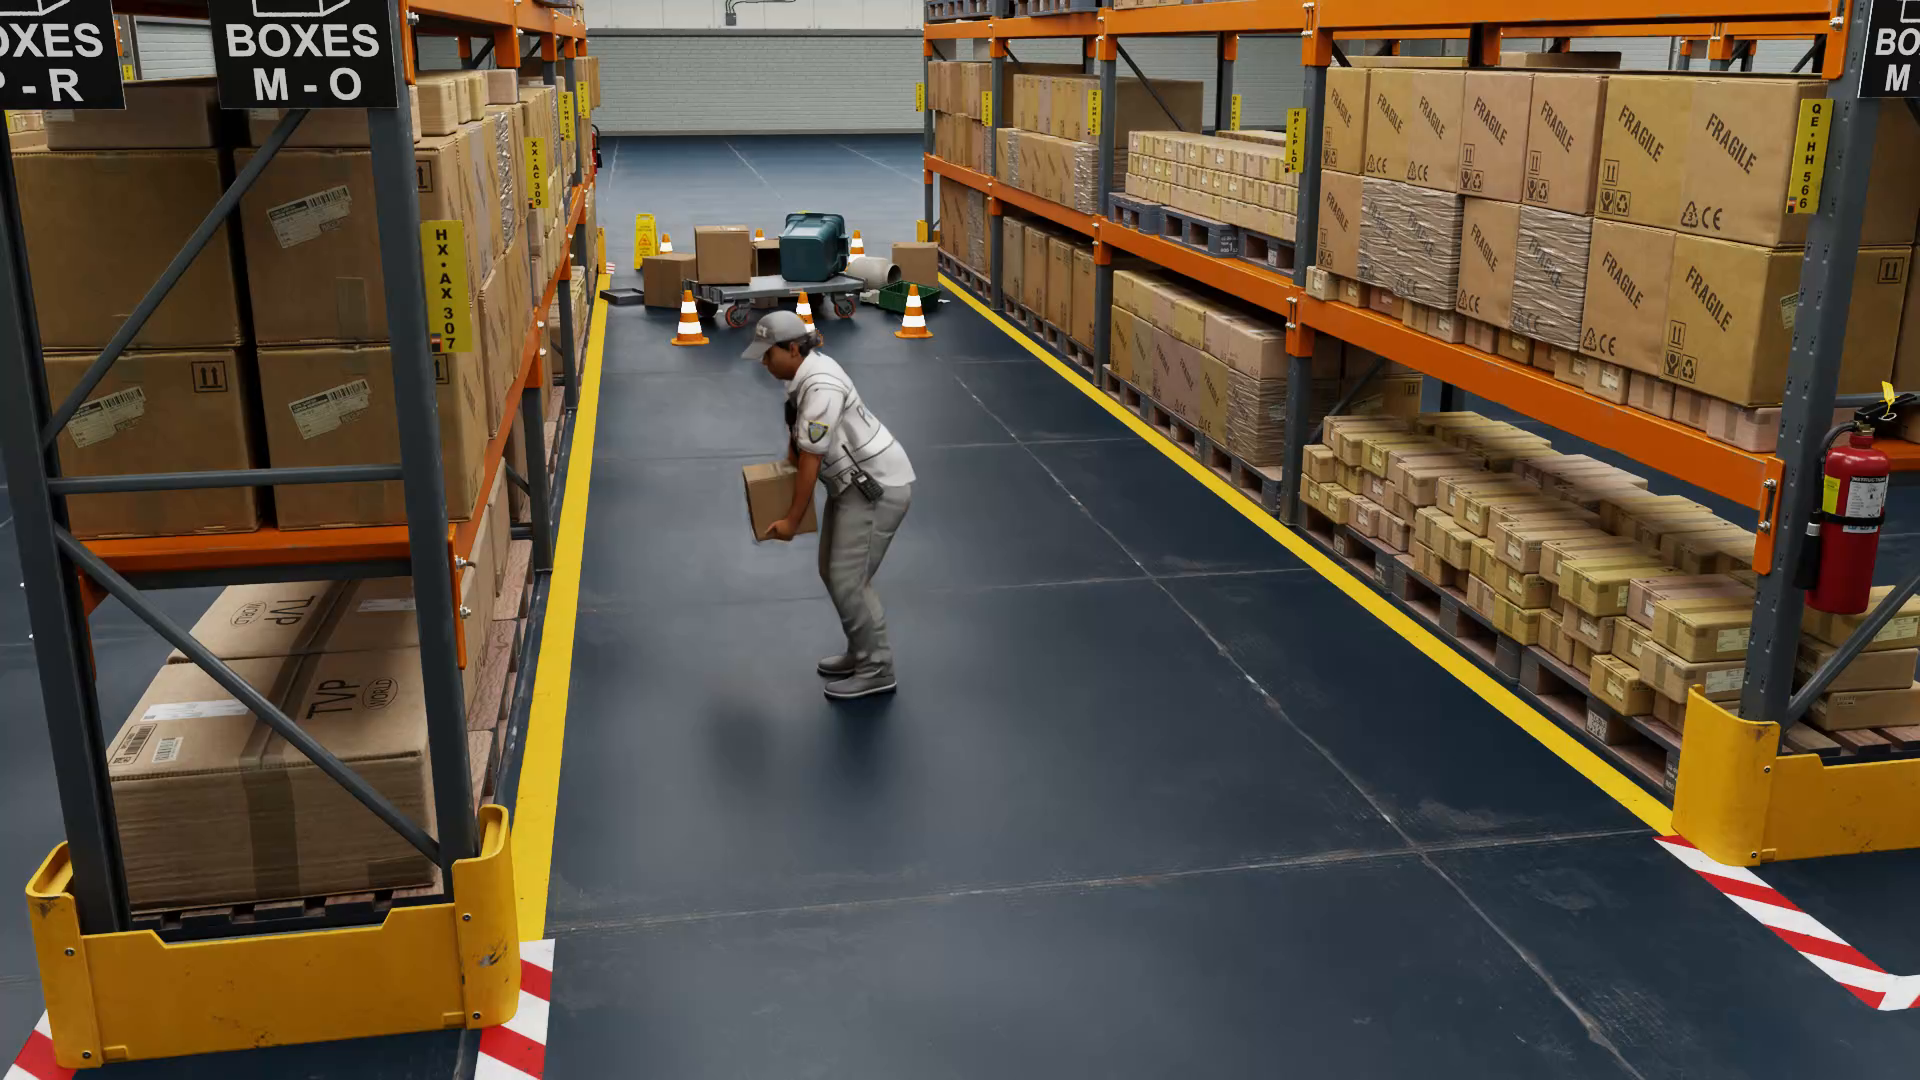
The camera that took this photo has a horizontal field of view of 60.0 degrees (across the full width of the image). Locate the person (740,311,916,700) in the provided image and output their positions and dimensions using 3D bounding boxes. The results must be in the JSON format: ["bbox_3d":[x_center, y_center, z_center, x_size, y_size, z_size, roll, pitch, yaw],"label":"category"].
[{"bbox_3d":[-0.537,-0.149,6.720,0.662,1.571,0.456,-3,17,-11],"label":"person"}]
